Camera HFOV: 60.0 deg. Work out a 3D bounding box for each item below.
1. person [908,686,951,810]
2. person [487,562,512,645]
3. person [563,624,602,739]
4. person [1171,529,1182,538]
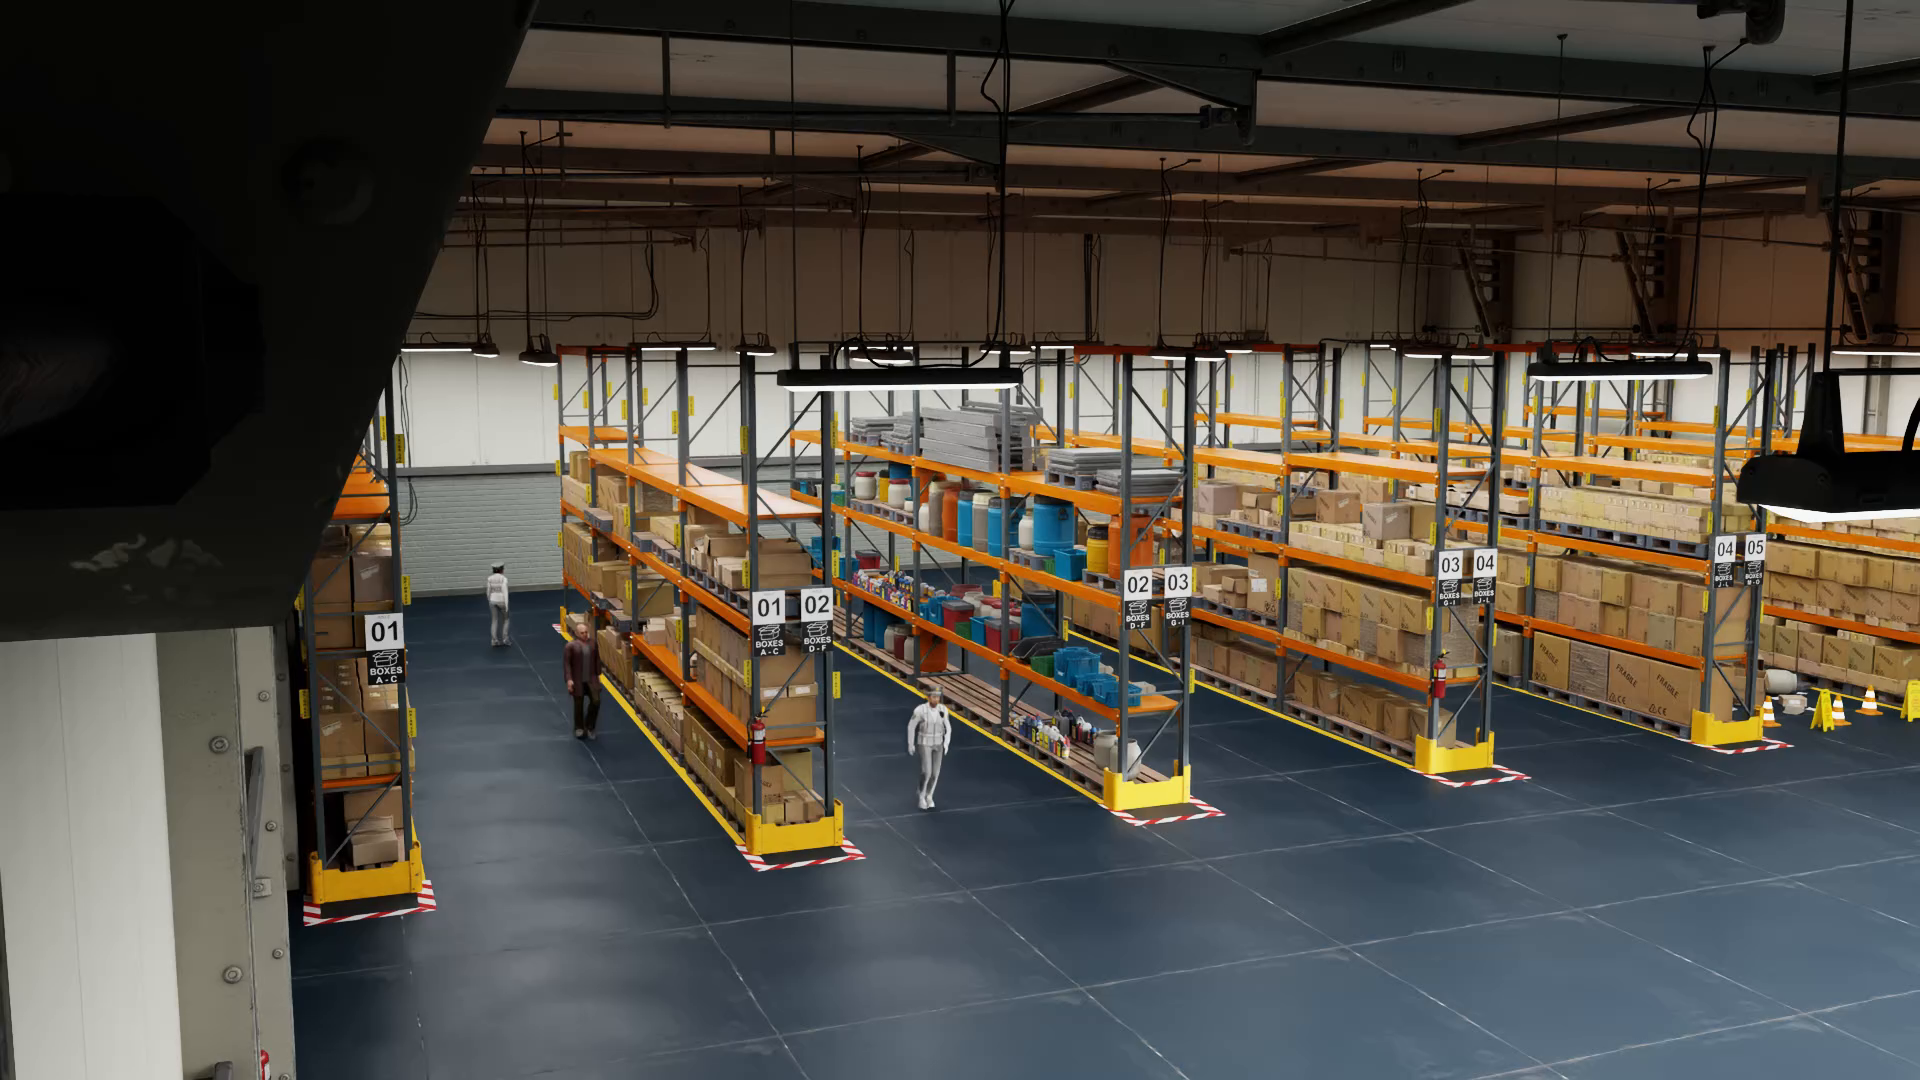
[{"bbox_3d":[-0.374,2.745,22.005,0.558,1.680,0.504,-3,8,-23],"label":"person"},{"bbox_3d":[-9.232,1.306,33.291,0.537,1.745,0.490,2,8,15],"label":"person"},{"bbox_3d":[-5.846,2.208,25.777,0.653,1.853,0.512,-5,9,-33],"label":"person"},{"bbox_3d":[5.368,0.132,42.042,0.977,1.740,0.536,-3,8,-25],"label":"person"}]
